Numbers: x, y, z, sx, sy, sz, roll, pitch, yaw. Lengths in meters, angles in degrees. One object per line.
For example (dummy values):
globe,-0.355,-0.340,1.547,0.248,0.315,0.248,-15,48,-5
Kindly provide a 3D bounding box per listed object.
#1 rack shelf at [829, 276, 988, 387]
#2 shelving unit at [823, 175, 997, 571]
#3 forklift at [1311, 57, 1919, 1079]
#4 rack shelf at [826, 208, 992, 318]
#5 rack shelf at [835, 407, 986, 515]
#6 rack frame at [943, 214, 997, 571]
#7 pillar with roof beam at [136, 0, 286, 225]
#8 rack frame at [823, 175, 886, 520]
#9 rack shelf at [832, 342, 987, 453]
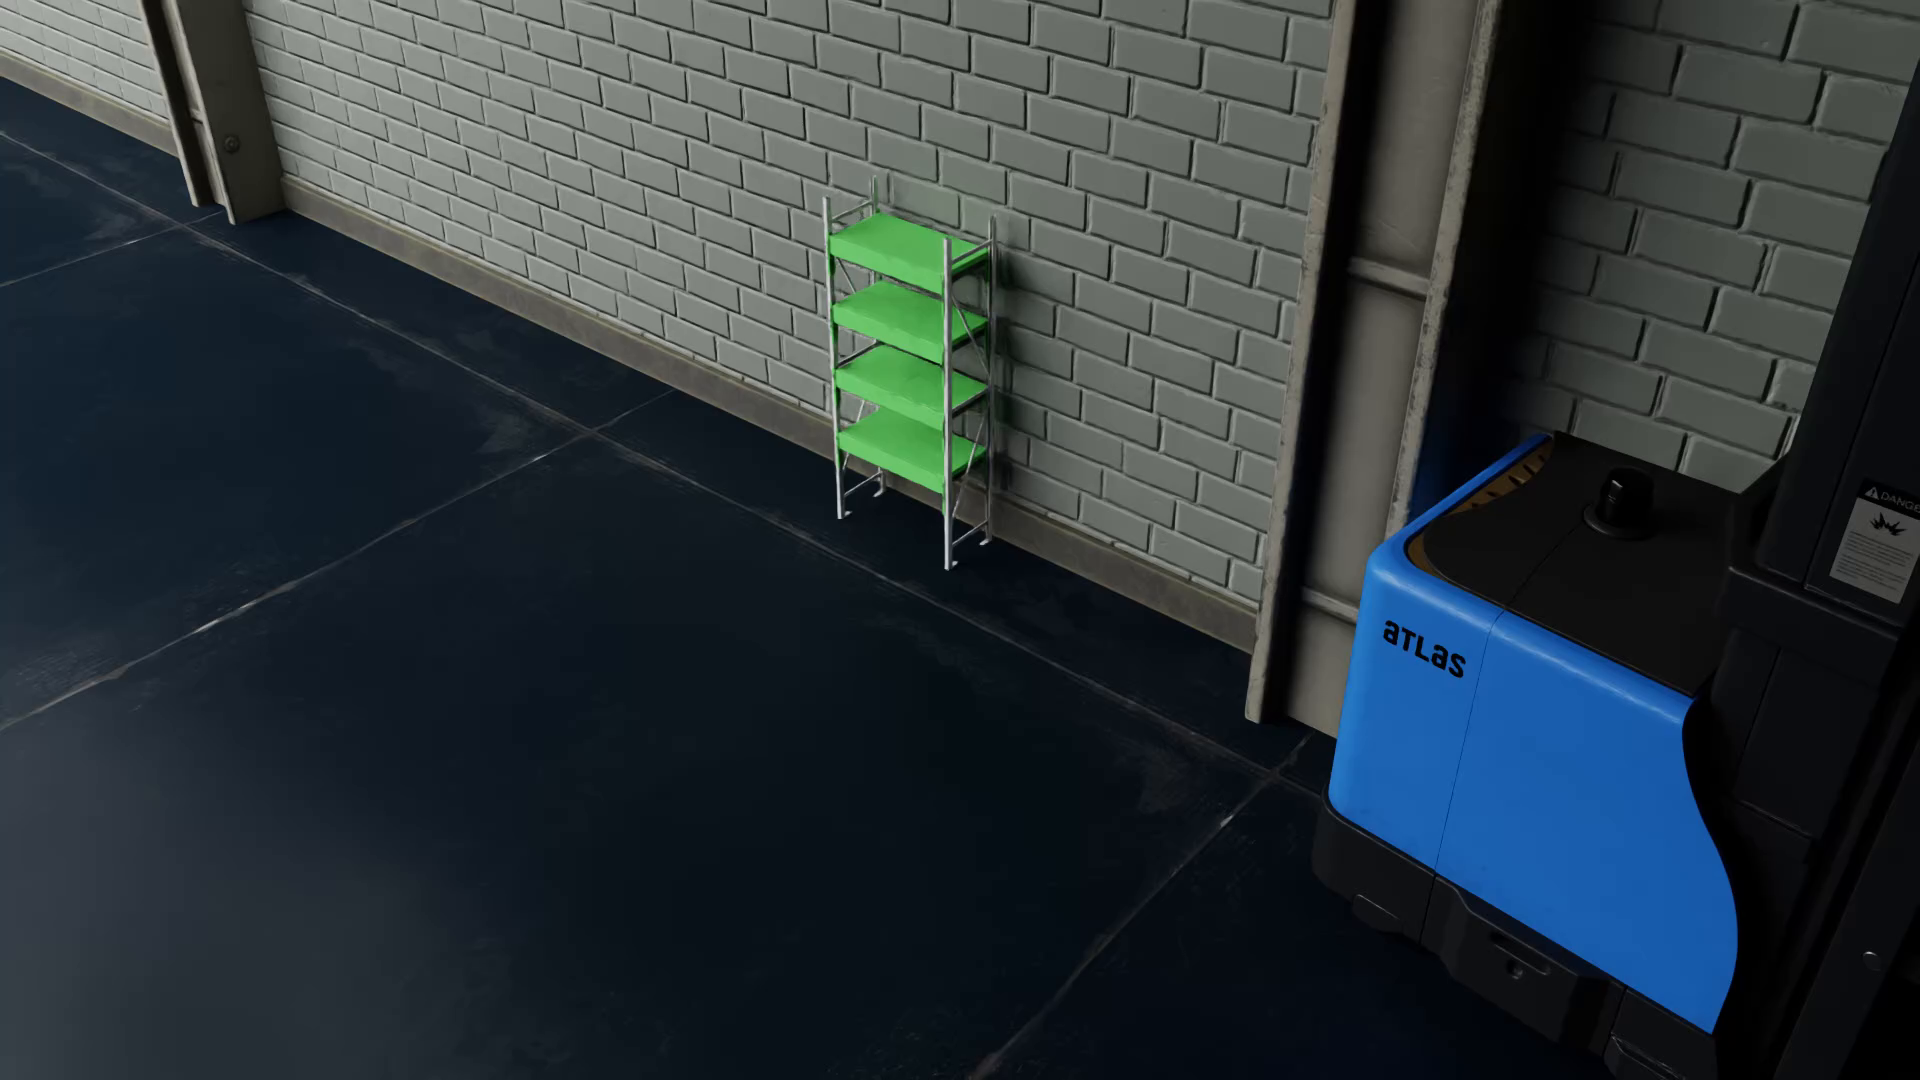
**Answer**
rack shelf,-0.158,-0.679,5.367,0.480,0.148,0.258,25,41,31
shelving unit,-0.158,-0.533,5.466,0.503,1.200,0.258,25,41,31
forklift,2.321,0.106,3.007,3.031,2.935,1.130,30,44,36
rack shelf,-0.157,-0.877,5.231,0.480,0.148,0.258,25,41,31
rack shelf,-0.158,-0.282,5.638,0.480,0.148,0.258,25,41,31
rack frame,0.031,-0.446,5.339,0.015,1.200,0.240,25,41,31
pillar with roof beam,-6.266,-3.476,2.863,0.400,9.000,9.100,25,42,32
rack frame,-0.347,-0.621,5.593,0.015,1.200,0.240,25,41,31
rack shelf,-0.158,-0.480,5.502,0.480,0.148,0.258,25,41,31
